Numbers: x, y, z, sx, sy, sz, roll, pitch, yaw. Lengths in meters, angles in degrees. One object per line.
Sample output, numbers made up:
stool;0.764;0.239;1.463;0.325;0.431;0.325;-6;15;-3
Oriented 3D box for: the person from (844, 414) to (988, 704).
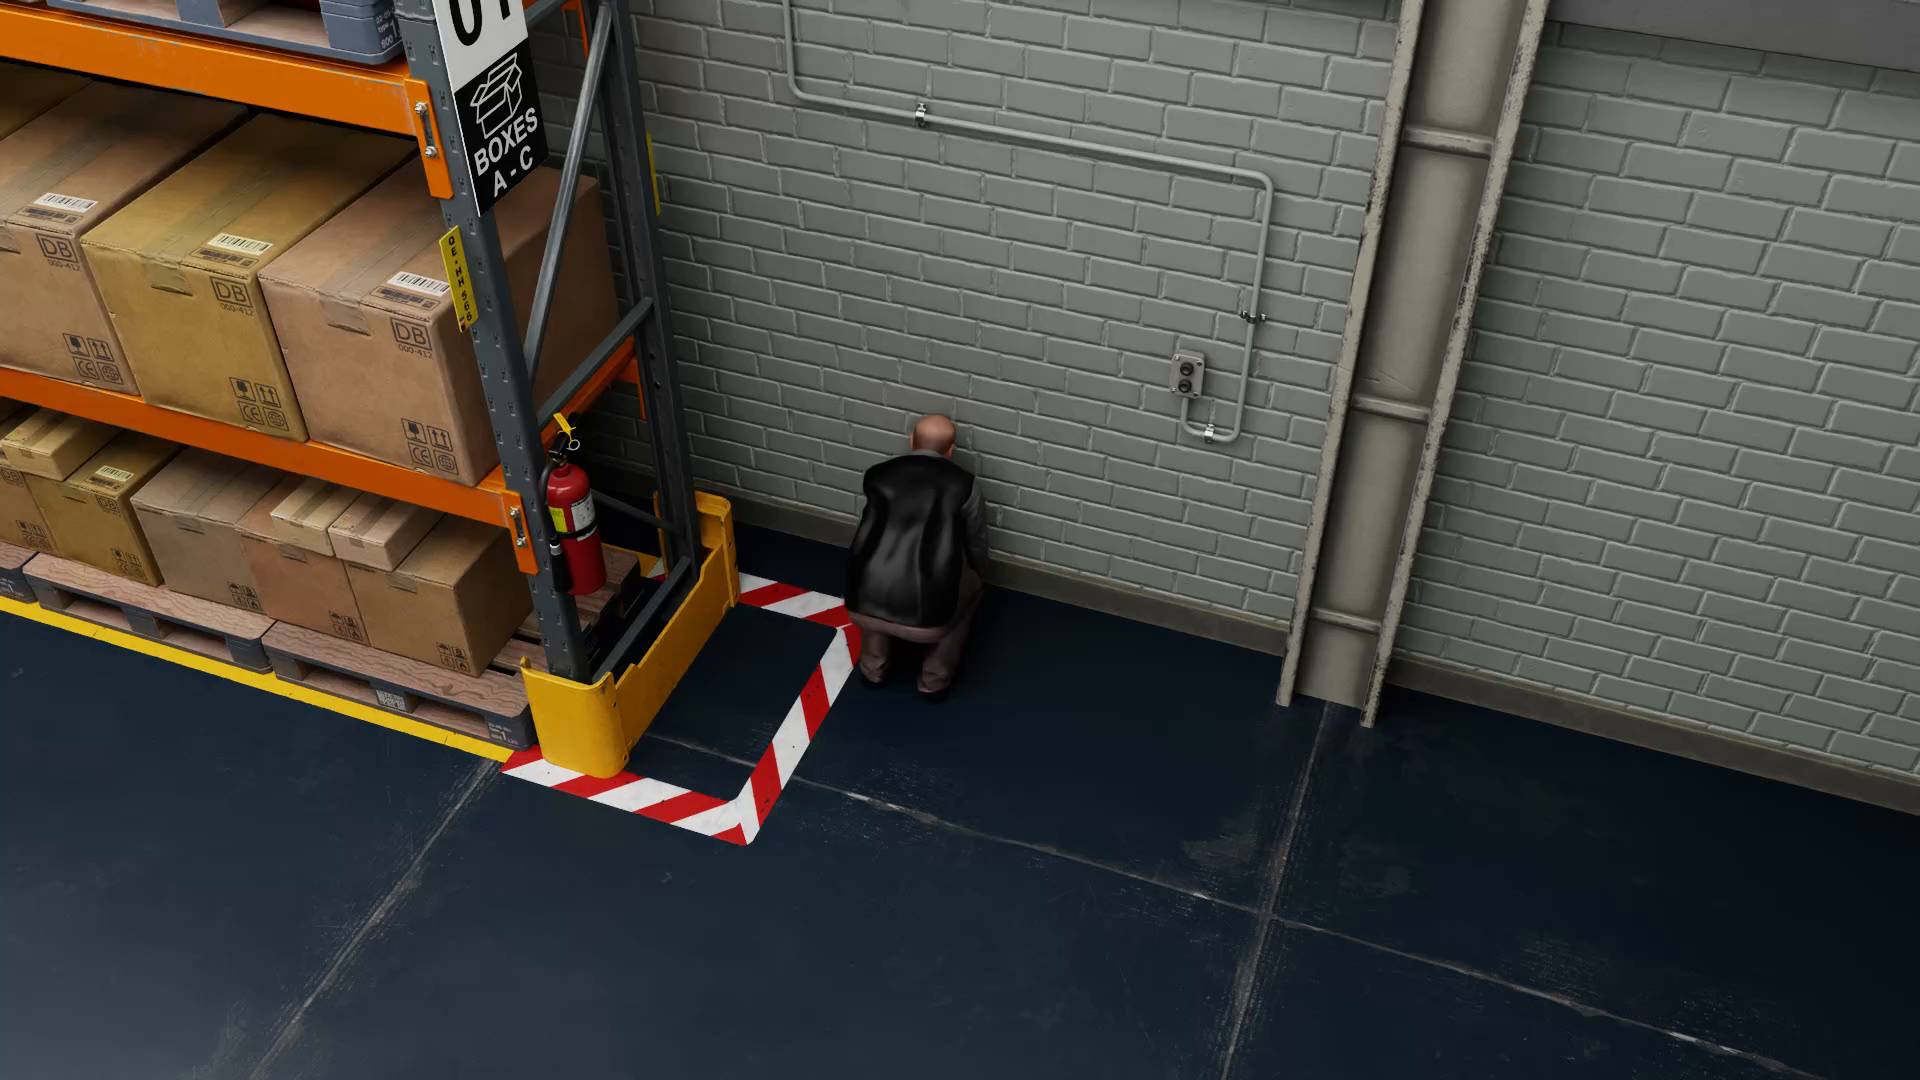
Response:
person;-0.165;0.103;6.647;0.511;0.957;0.905;11;42;12
